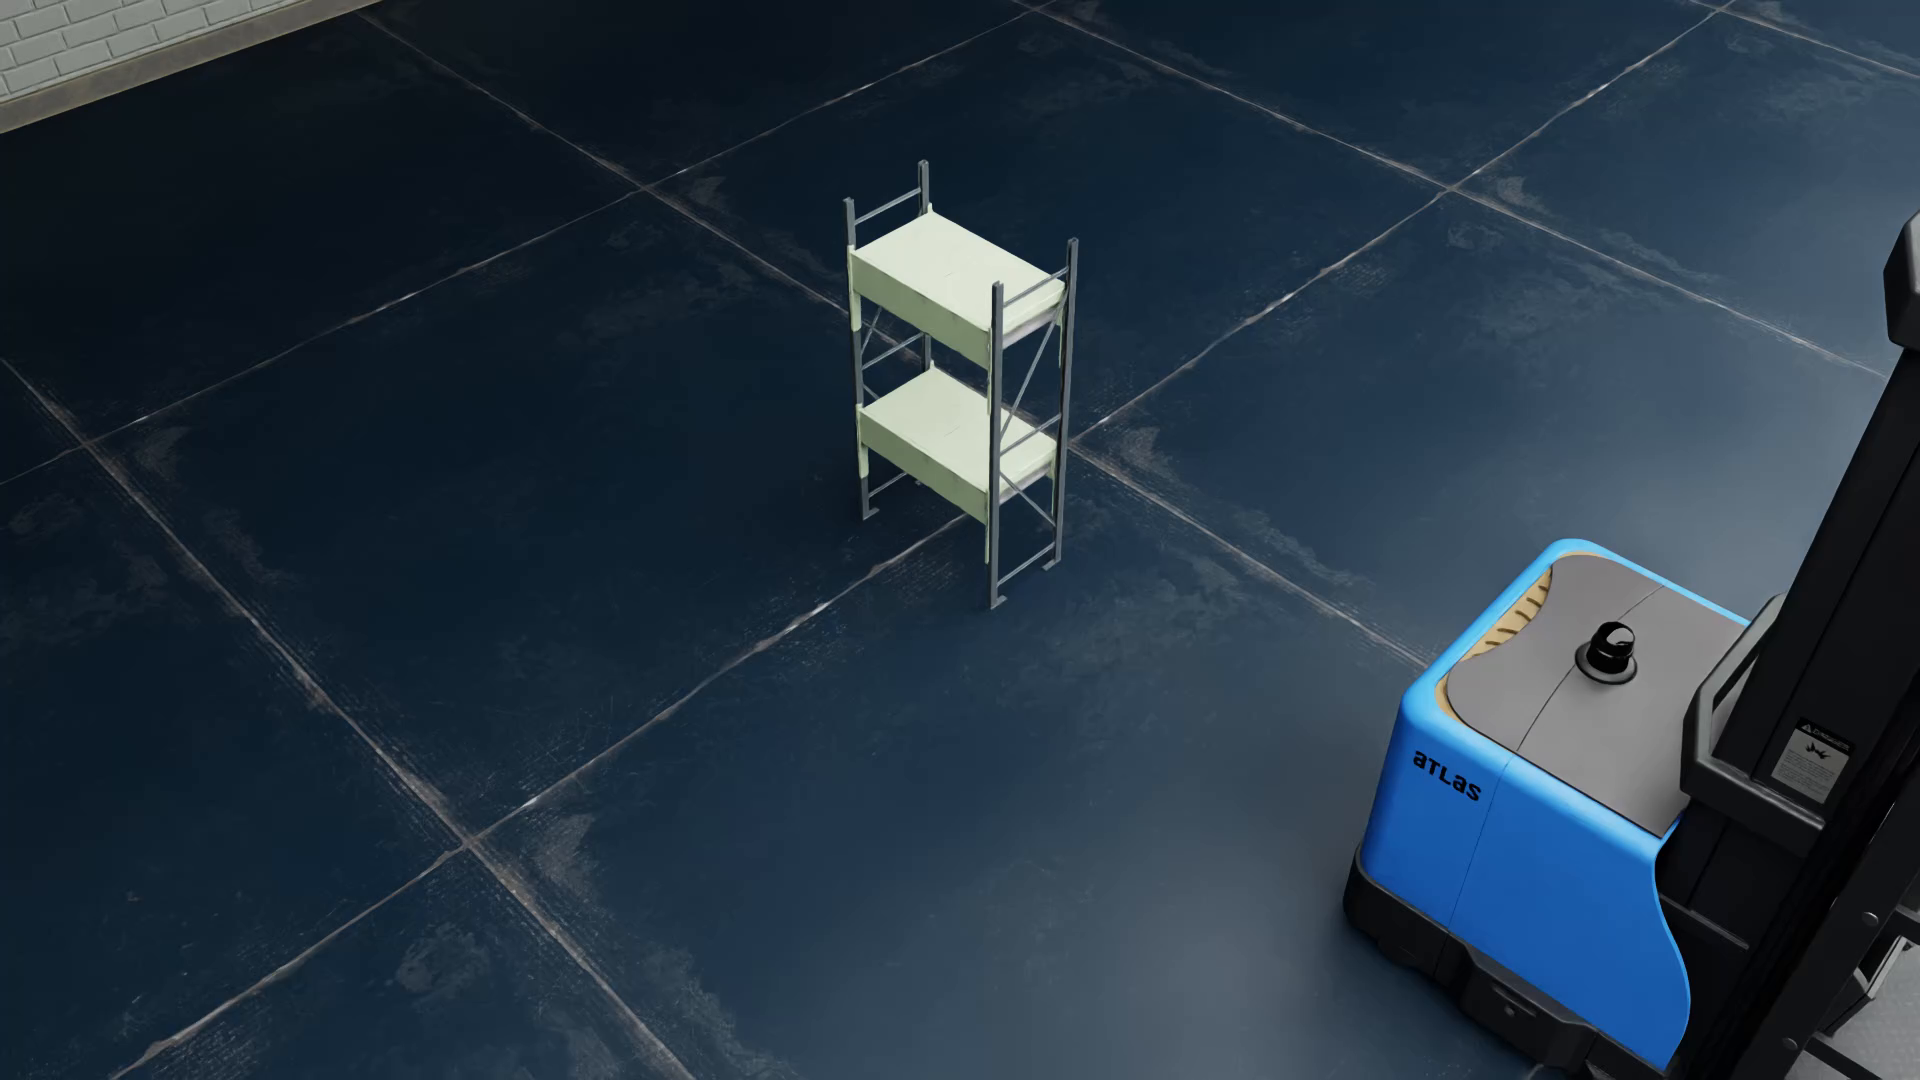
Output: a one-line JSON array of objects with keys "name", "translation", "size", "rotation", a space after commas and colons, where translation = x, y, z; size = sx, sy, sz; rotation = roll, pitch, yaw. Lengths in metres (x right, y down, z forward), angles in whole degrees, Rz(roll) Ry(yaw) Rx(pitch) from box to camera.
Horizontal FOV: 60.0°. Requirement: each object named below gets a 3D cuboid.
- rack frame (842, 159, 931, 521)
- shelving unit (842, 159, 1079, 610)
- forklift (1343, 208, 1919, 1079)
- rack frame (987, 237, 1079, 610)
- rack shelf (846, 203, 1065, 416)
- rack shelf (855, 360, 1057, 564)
[{"name": "rack frame", "translation": [-0.263, -0.730, 6.435], "size": [0.400, 1.500, 0.023], "rotation": [-34, 53, -31]}, {"name": "shelving unit", "translation": [-0.005, -0.554, 6.244], "size": [0.431, 1.500, 0.755], "rotation": [-34, 53, -31]}, {"name": "forklift", "translation": [2.658, 0.602, 3.939], "size": [3.031, 2.935, 1.130], "rotation": [32, 52, 30]}, {"name": "rack frame", "translation": [0.254, -0.378, 6.054], "size": [0.400, 1.500, 0.023], "rotation": [-34, 53, -31]}, {"name": "rack shelf", "translation": [-0.005, -0.841, 5.980], "size": [0.431, 0.370, 0.720], "rotation": [-34, 53, -31]}, {"name": "rack shelf", "translation": [-0.005, -0.315, 6.466], "size": [0.431, 0.370, 0.720], "rotation": [-34, 53, -31]}]
